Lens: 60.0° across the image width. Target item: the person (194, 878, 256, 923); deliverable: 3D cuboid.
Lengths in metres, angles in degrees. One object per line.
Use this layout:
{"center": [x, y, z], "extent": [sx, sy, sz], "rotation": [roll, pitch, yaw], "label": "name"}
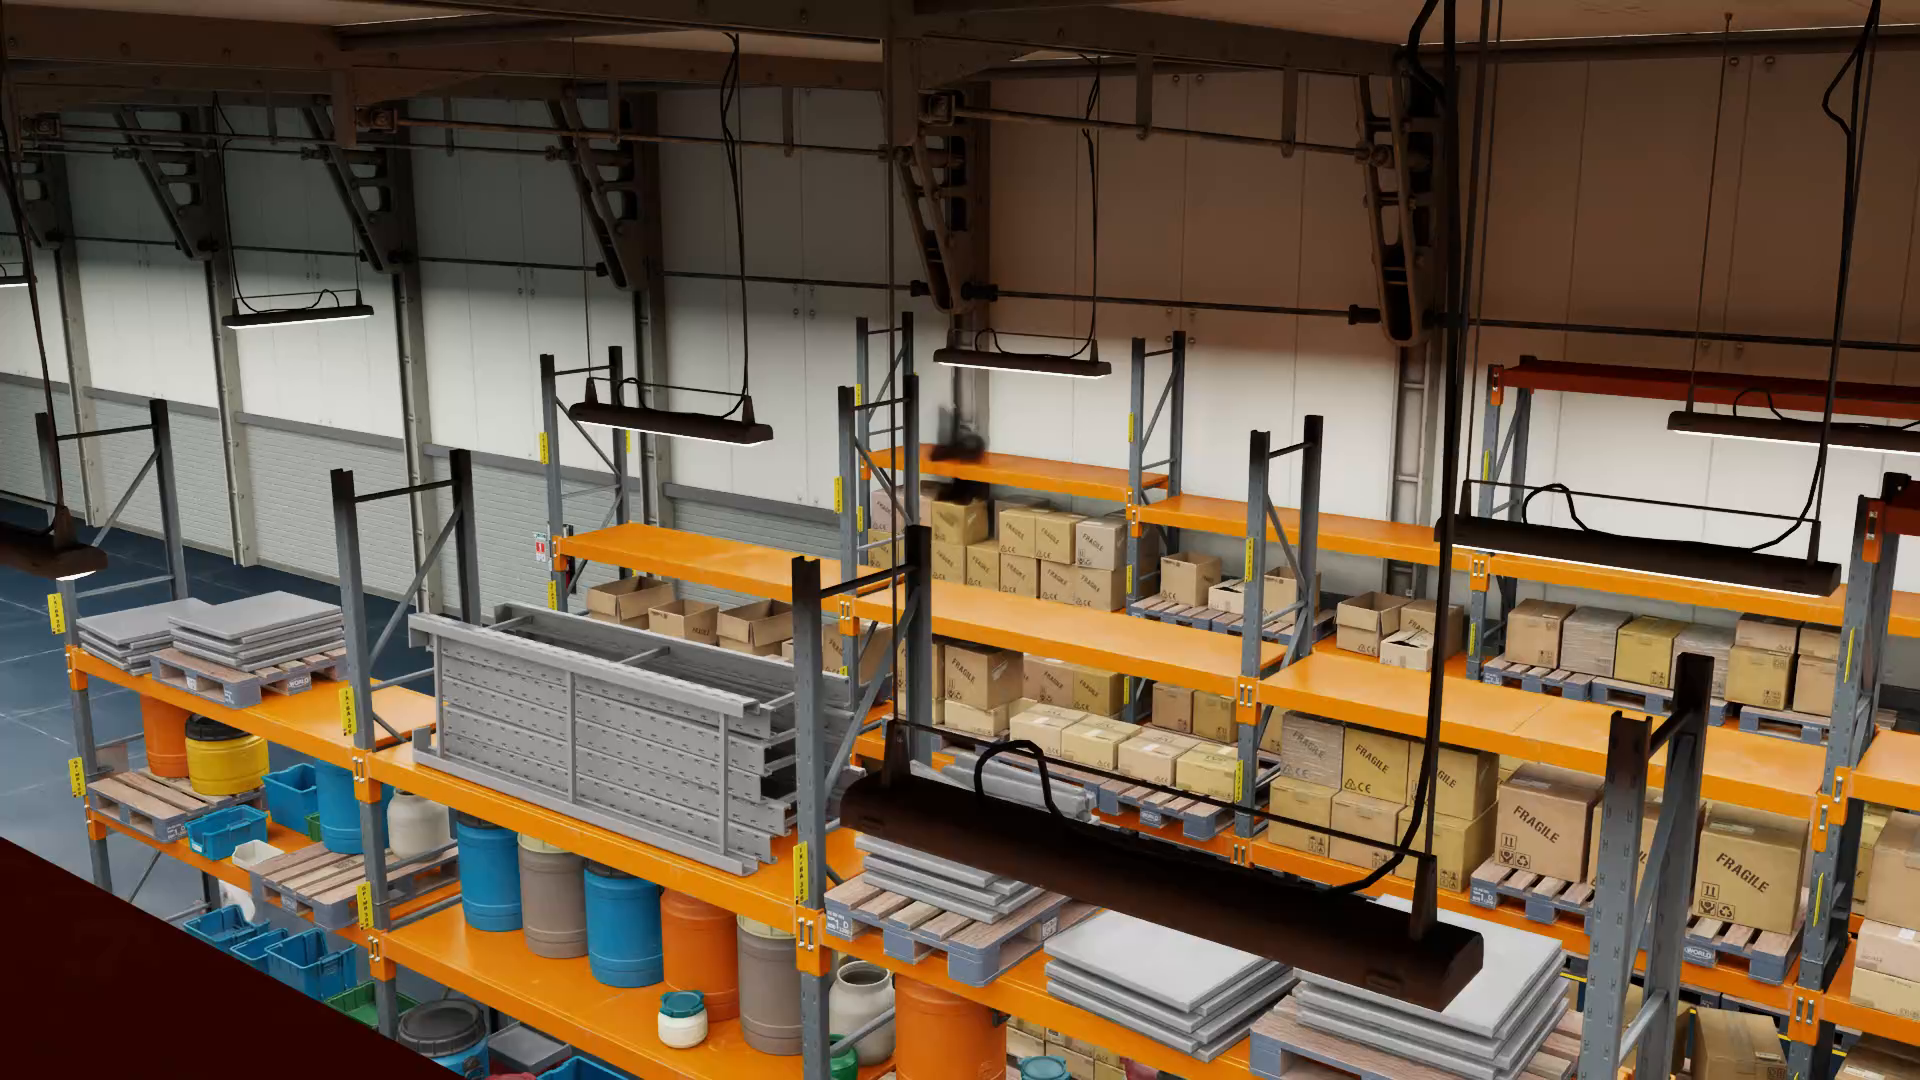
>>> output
{"center": [-6.898, 3.637, 15.773], "extent": [0.671, 1.781, 0.683], "rotation": [-1, 13, -4], "label": "person"}
